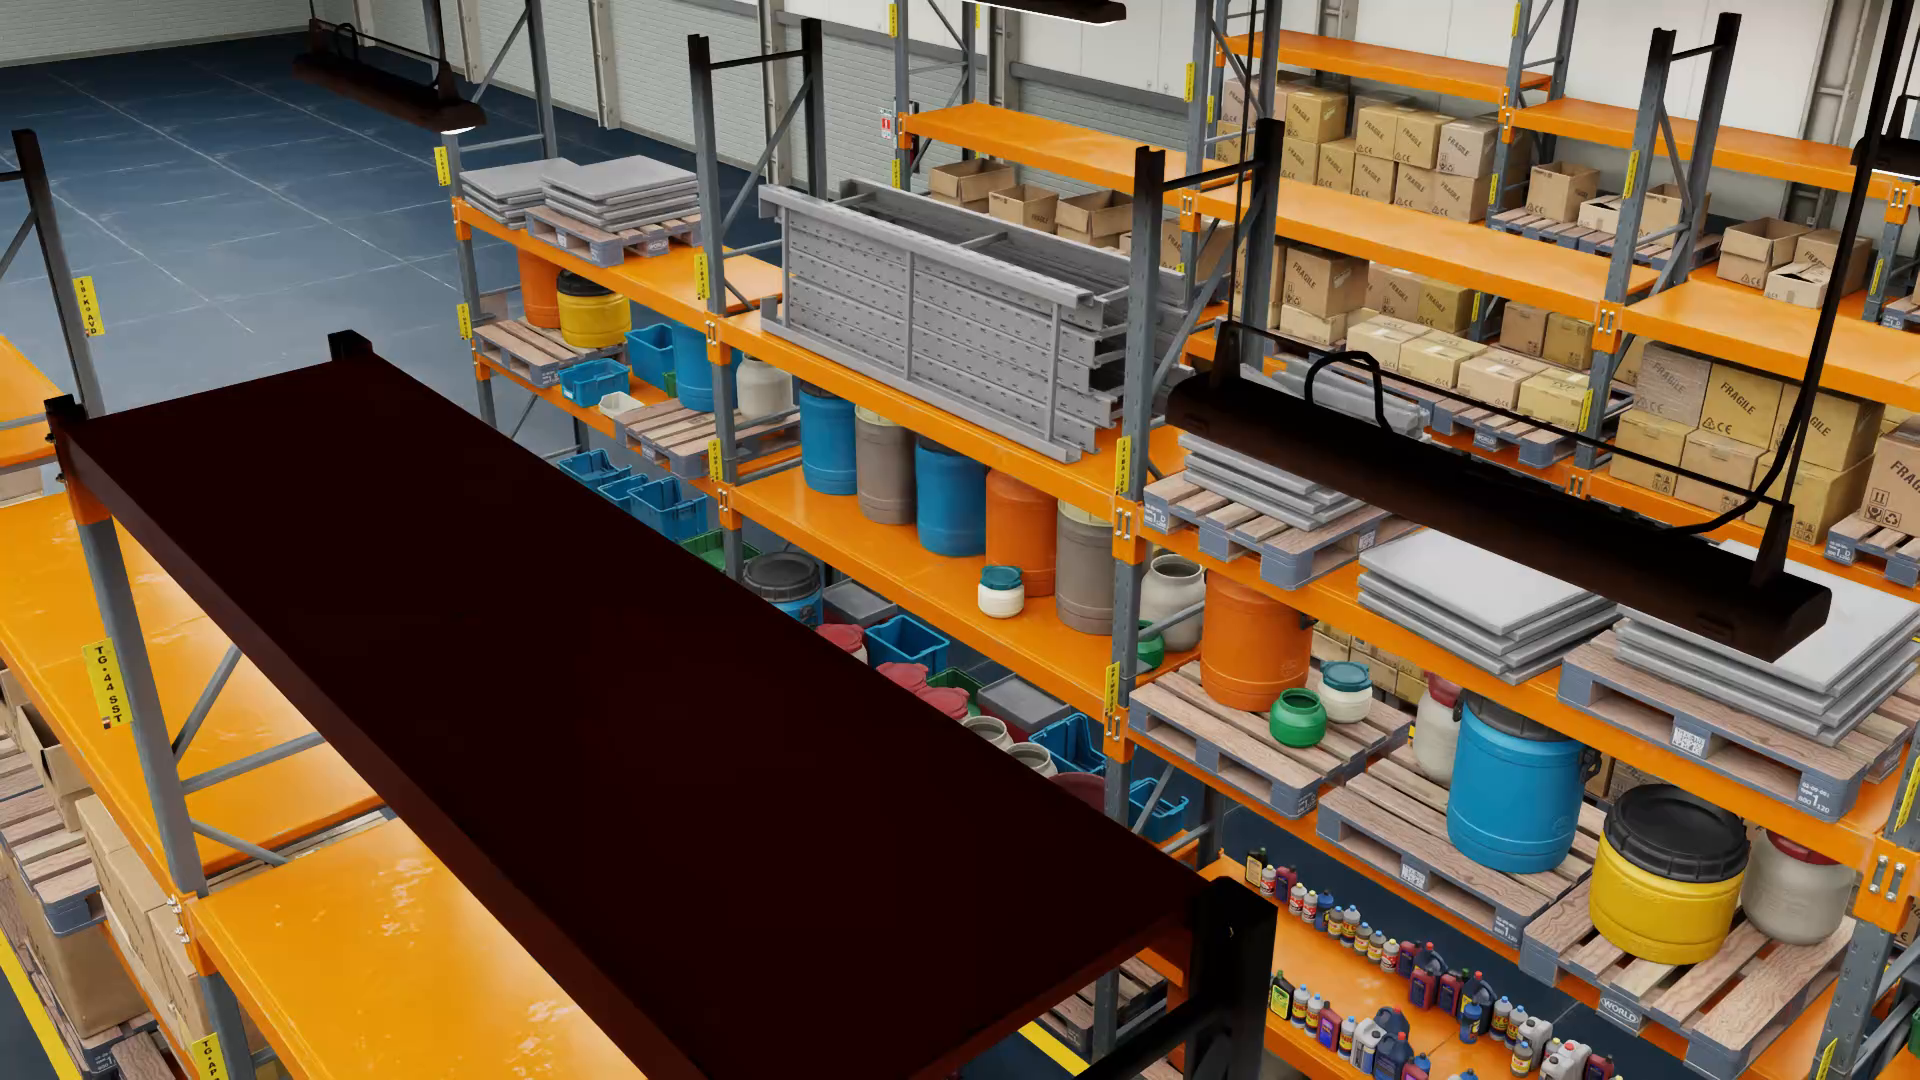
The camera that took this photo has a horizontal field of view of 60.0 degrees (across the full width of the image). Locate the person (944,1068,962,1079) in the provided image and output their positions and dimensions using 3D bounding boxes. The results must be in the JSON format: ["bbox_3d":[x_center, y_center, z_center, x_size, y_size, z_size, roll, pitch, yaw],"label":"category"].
[{"bbox_3d":[-0.256,2.682,10.262,0.648,1.583,0.750,-16,31,-29],"label":"person"}]
